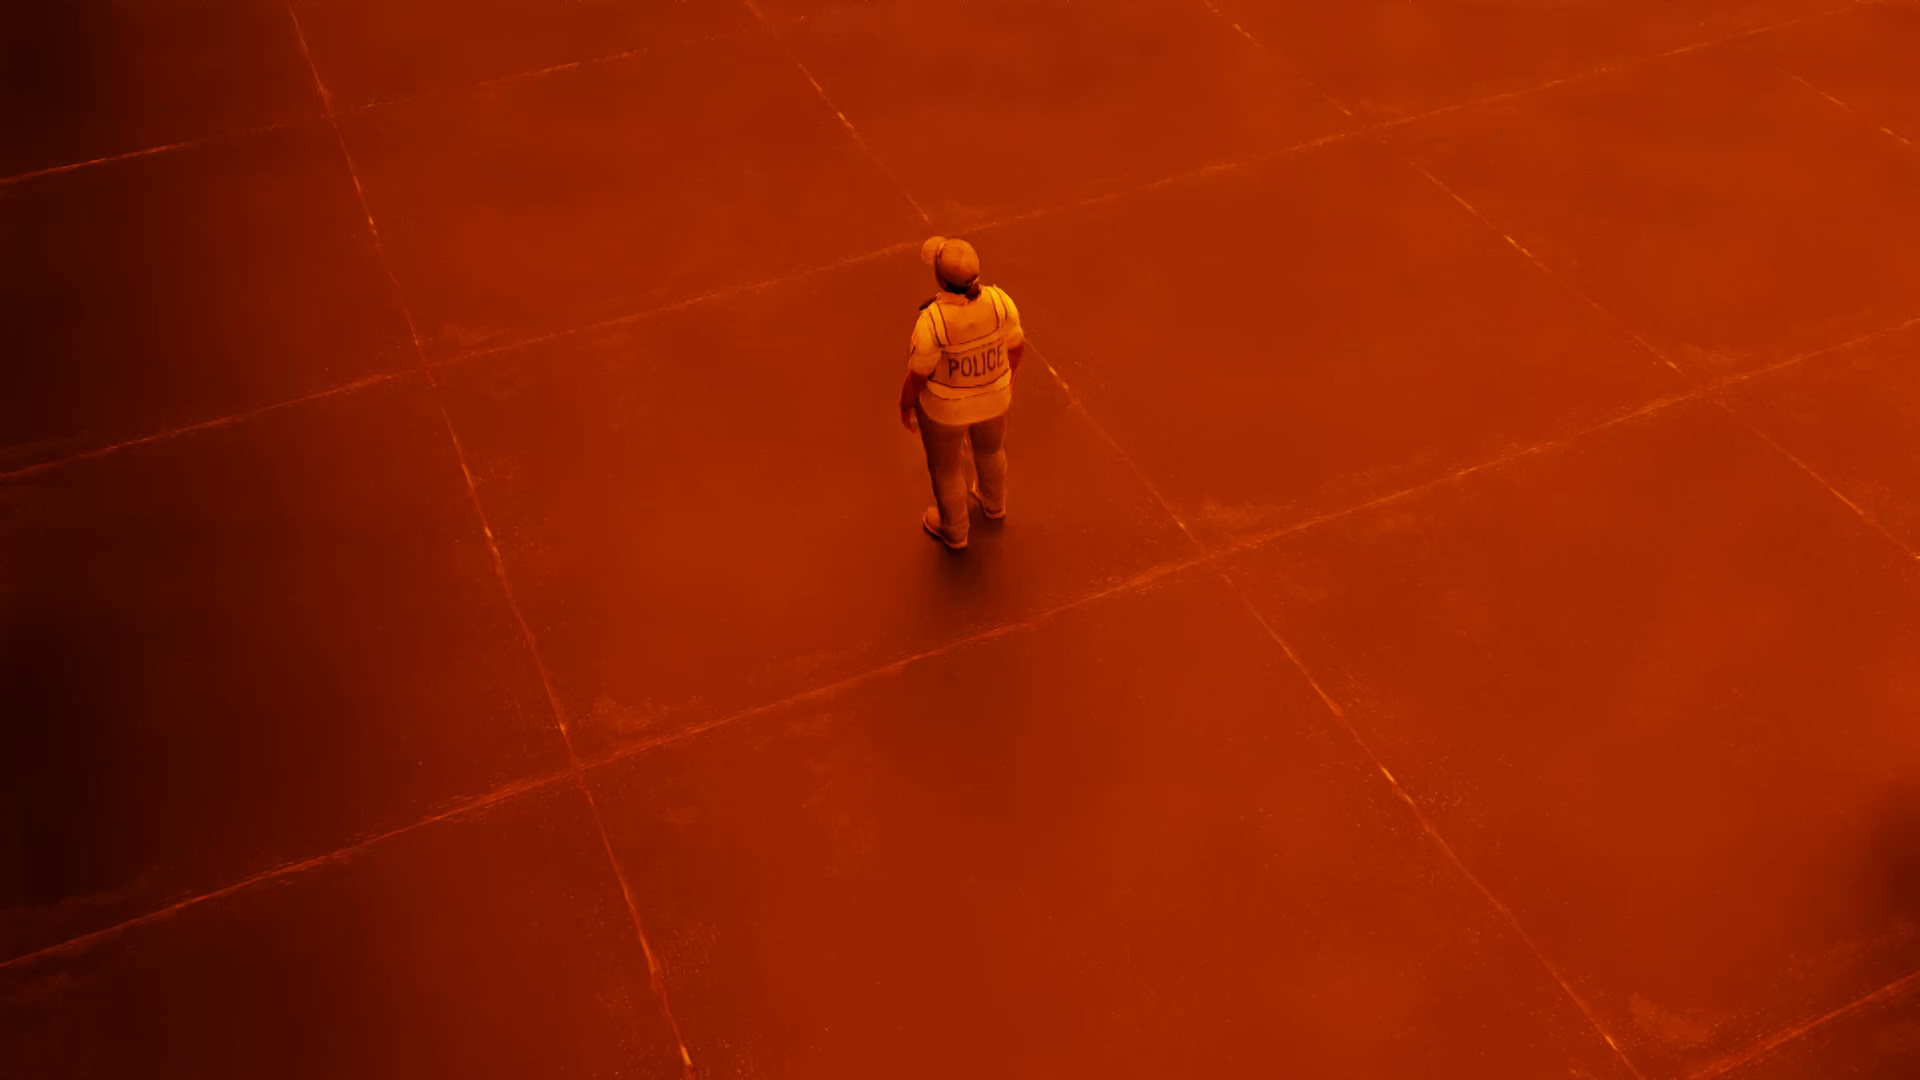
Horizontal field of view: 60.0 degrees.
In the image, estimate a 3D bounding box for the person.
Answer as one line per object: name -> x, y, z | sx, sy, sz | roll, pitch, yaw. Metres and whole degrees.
person -> -0.012, -0.668, 7.313 | 0.598, 1.669, 0.529 | -18, 46, -18
